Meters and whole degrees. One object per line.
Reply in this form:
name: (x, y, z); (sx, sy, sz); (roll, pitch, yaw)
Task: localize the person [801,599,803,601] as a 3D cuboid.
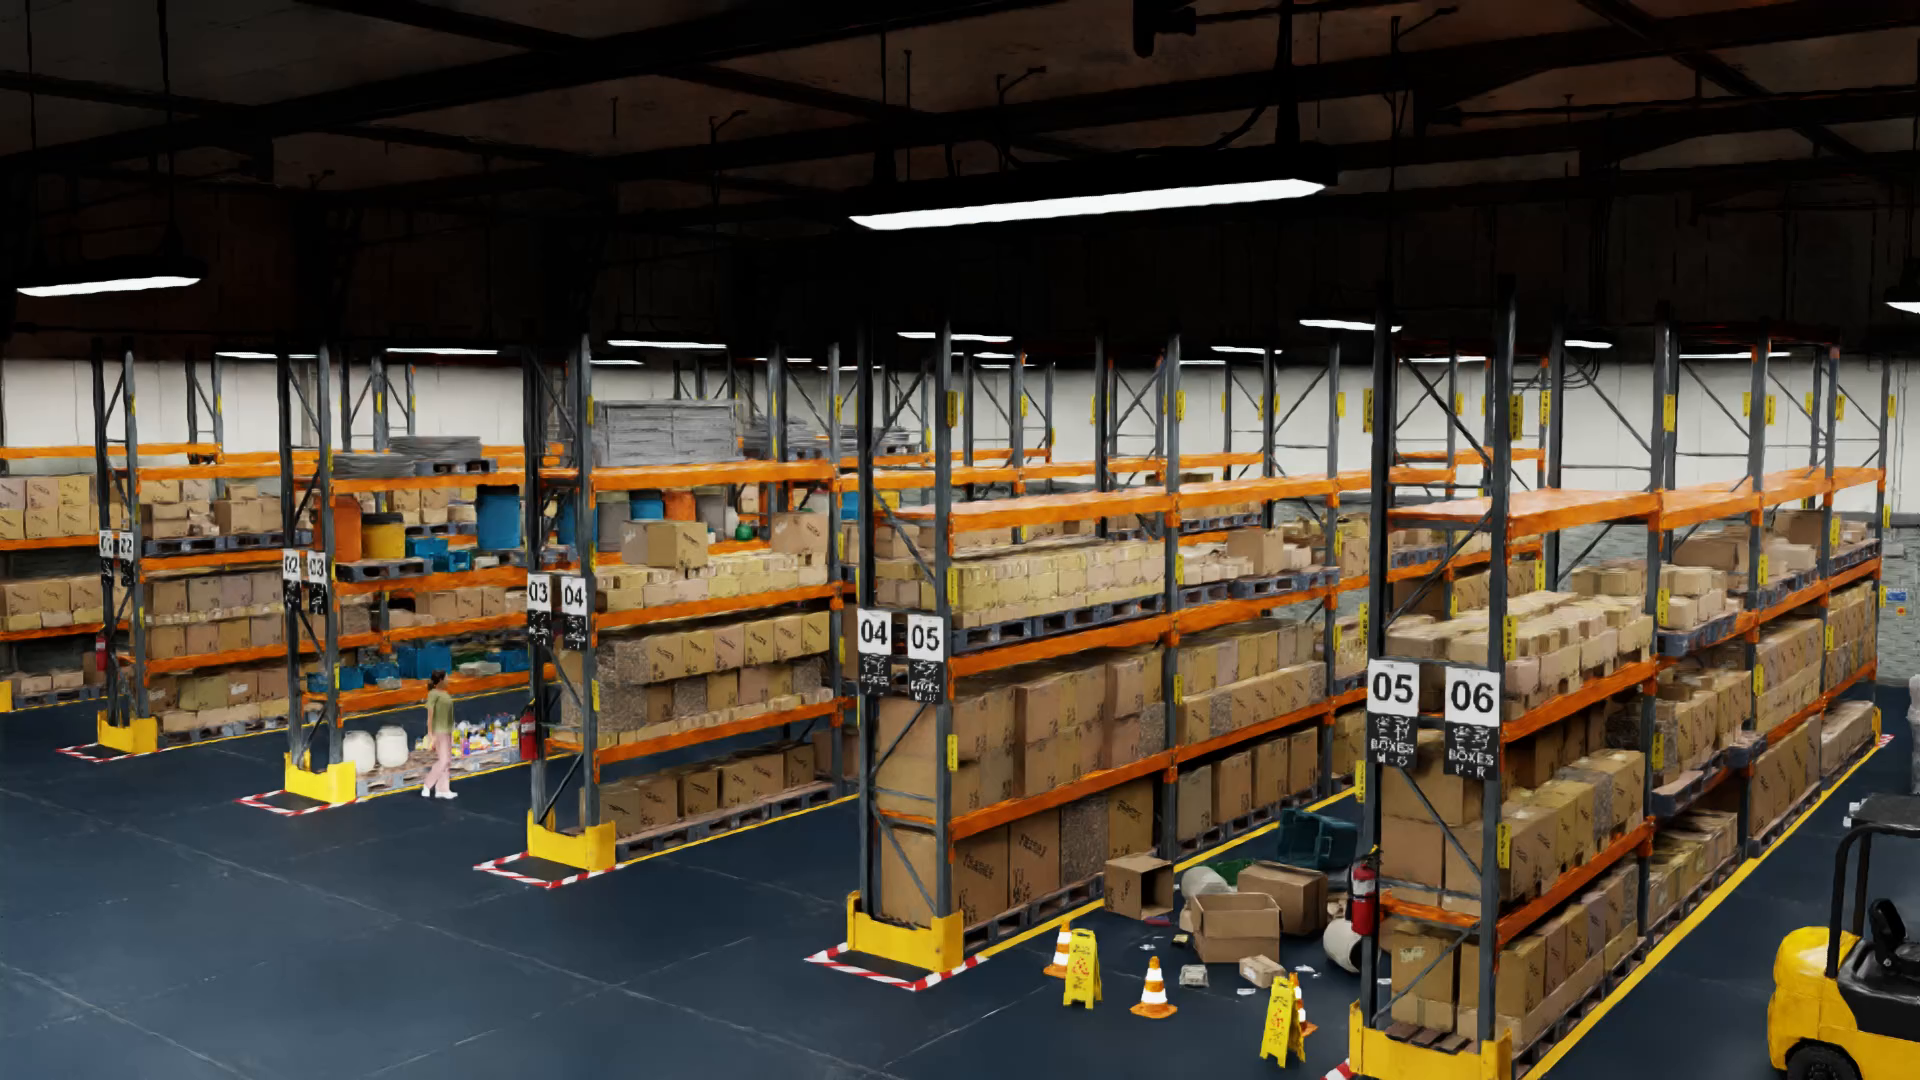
person: (-2.975, 1.449, 32.784); (0.566, 1.704, 1.122); (4, 6, 40)

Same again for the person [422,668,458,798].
person: (-6.677, 2.483, 21.297); (0.432, 1.662, 0.503); (1, 5, 7)

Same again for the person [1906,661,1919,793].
person: (12.581, 2.389, 21.606); (0.462, 1.764, 0.649); (1, 5, 8)
